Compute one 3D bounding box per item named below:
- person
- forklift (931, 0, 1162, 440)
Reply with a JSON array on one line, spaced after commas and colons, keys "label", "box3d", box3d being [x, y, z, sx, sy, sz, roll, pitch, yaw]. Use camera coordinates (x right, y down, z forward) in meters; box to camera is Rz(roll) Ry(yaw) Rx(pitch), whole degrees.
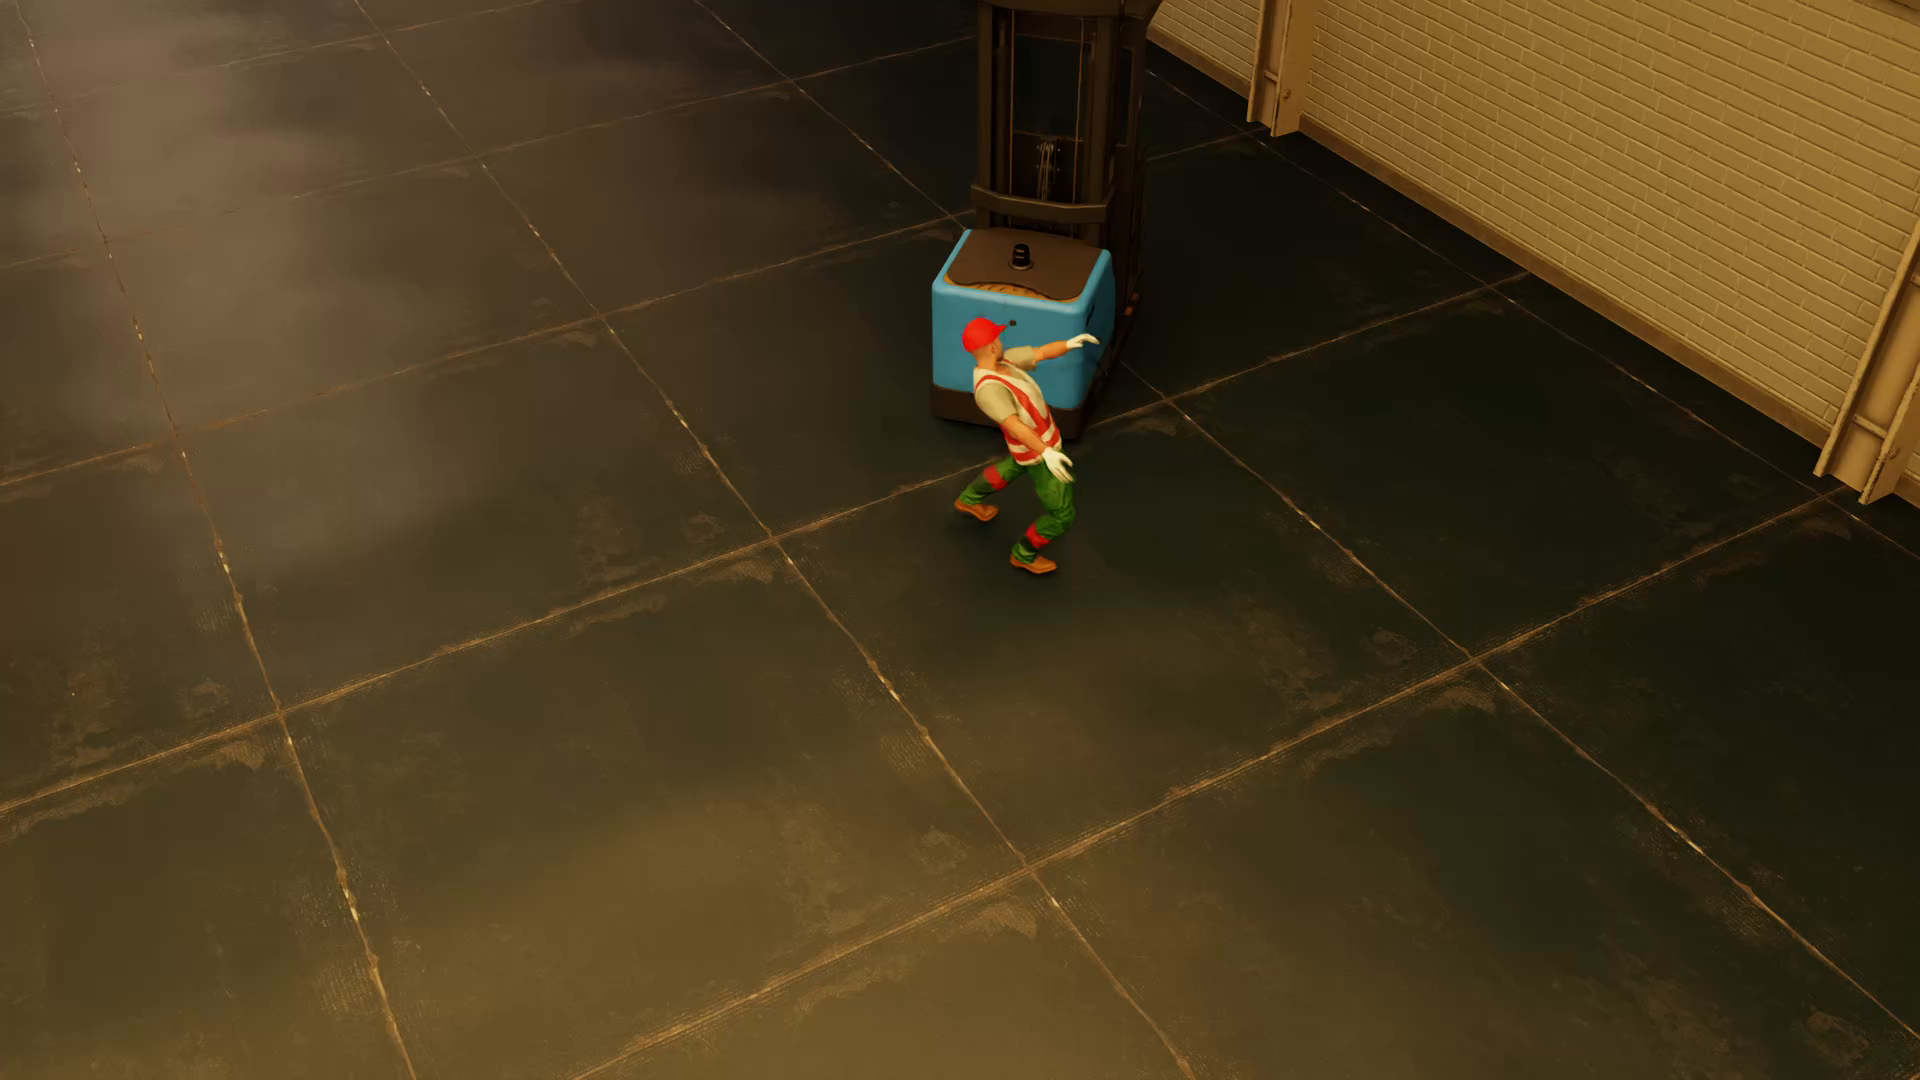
[{"label": "person", "box3d": [0.435, -0.473, 9.660, 0.782, 1.542, 1.045, -7, 40, -9]}, {"label": "forklift", "box3d": [0.721, -2.743, 11.343, 1.130, 2.935, 3.031, 11, 41, 13]}]
